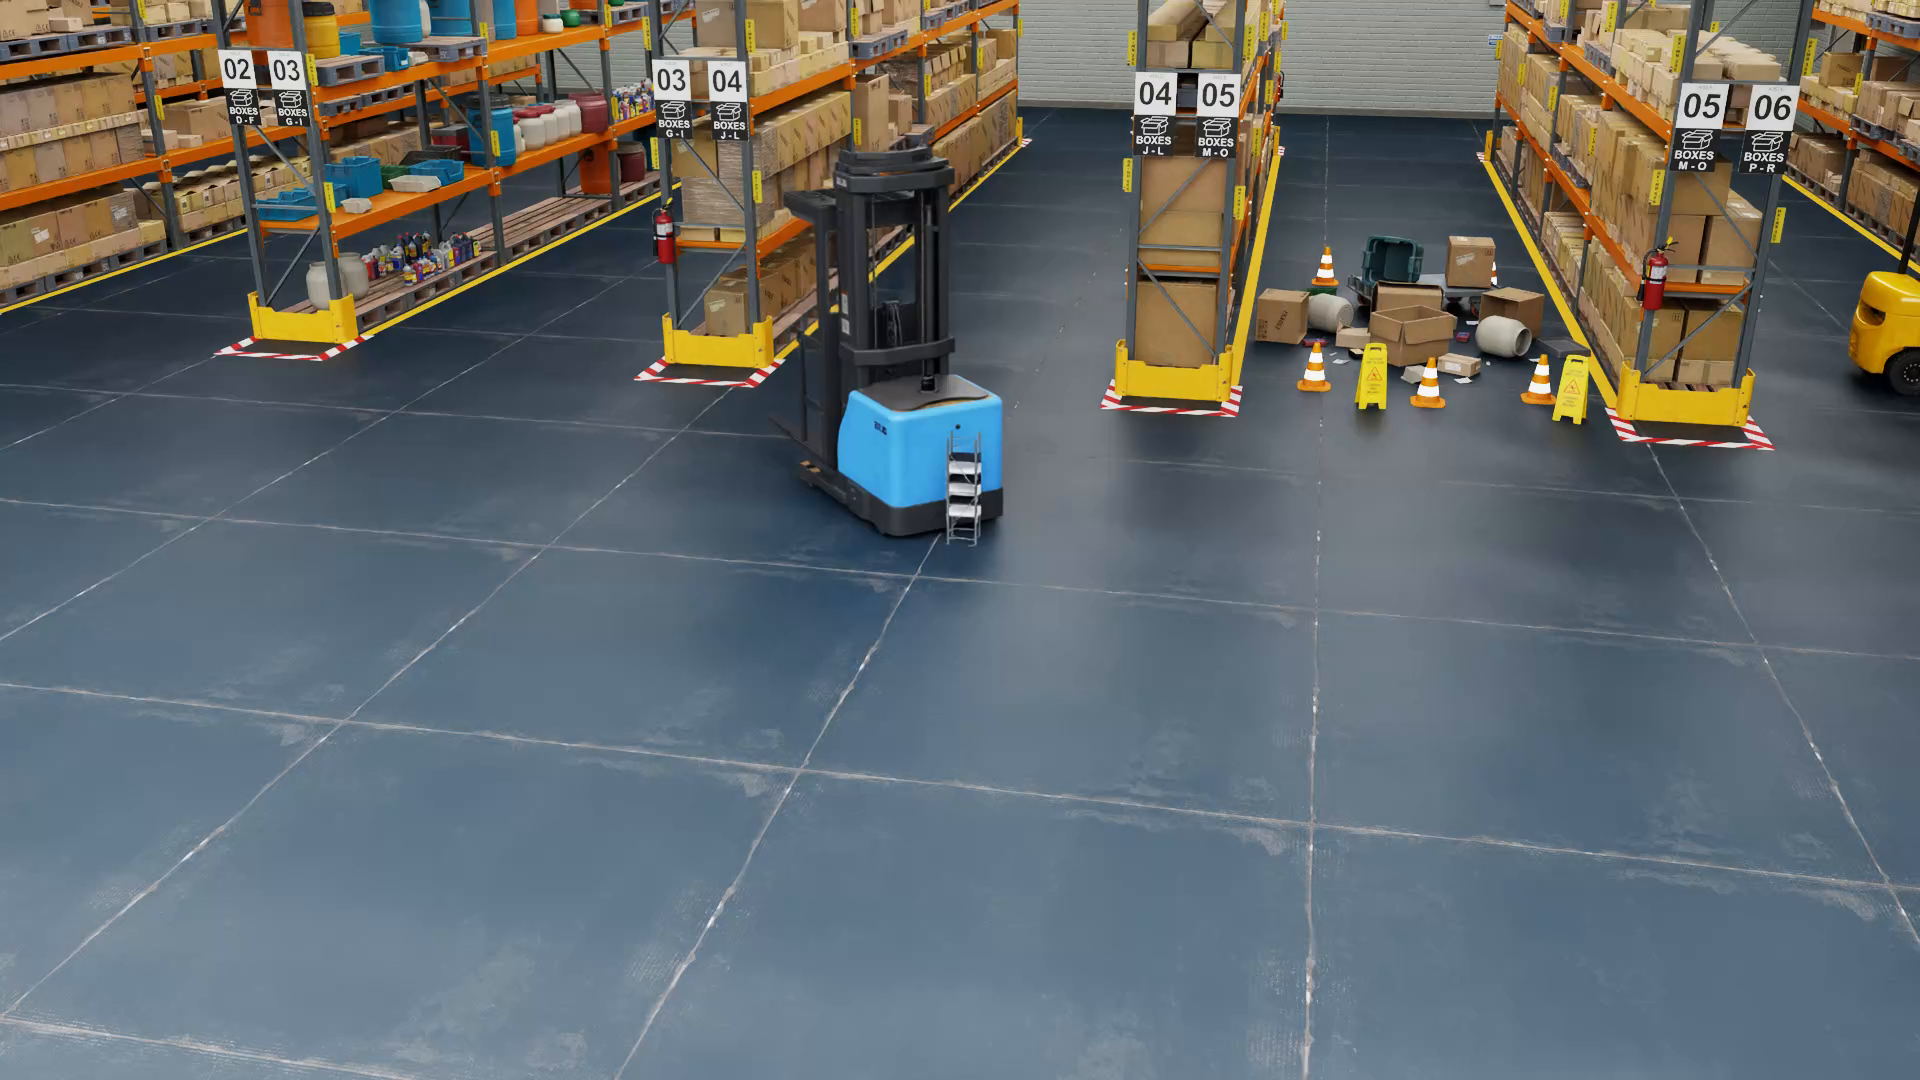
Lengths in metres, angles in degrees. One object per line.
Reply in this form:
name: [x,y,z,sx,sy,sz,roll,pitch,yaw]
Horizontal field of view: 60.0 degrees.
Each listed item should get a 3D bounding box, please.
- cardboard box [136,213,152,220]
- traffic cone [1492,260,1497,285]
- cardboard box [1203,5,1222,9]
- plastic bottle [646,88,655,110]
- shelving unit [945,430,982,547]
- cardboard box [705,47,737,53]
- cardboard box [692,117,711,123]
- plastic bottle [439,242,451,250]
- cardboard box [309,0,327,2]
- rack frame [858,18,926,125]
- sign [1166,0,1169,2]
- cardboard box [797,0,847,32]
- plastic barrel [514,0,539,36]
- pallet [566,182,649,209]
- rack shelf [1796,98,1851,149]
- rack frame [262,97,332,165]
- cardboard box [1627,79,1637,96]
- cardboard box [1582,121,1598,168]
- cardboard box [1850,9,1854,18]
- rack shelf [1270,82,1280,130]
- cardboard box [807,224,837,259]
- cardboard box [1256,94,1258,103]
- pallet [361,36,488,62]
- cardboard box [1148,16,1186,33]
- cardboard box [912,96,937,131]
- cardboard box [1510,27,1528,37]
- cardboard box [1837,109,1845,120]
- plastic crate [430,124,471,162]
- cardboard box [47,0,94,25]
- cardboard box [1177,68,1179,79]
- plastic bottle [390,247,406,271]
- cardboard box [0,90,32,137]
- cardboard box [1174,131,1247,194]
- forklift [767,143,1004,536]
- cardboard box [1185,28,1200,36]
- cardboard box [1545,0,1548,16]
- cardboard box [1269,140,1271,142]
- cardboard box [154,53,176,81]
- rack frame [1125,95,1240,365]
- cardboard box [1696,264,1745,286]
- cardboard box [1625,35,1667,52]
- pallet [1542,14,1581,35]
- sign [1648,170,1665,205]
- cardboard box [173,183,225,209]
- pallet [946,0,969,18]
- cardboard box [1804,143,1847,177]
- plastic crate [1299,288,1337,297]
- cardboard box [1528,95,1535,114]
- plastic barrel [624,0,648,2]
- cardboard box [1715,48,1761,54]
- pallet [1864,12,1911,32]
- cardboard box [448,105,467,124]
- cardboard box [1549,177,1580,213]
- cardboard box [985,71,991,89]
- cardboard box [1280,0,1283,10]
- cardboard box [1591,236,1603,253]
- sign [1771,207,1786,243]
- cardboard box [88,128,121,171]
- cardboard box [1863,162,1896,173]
cardboard box: [-11.727,-4.631,23.956,0.500,0.250,0.500,4,22,10]
traffic cone: [6.754,-3.410,21.200,0.336,0.463,0.334,4,22,11]
cardboard box: [3.251,-6.802,21.635,0.500,0.311,0.500,4,22,10]
plastic bottle: [-5.139,-7.298,27.525,0.144,0.351,0.185,4,22,11]
shelving unit: [0.029,-0.406,13.158,0.258,0.900,0.210,3,22,8]
cardboard box: [-2.578,-5.320,18.200,0.380,0.149,0.250,5,22,12]
cardboard box: [-2.680,-4.370,18.319,0.500,0.500,0.500,4,22,11]
plastic bottle: [-6.718,-3.774,21.767,0.152,0.276,0.135,4,22,11]
cardboard box: [-10.655,-8.601,26.545,0.910,0.500,0.500,4,22,11]
rack frame: [-1.014,-6.245,24.843,1.000,3.000,0.127,4,22,11]
sign: [2.471,-6.182,19.559,0.100,0.325,0.005,4,22,11]
cardboard box: [-1.672,-6.405,20.026,0.500,0.500,0.500,4,22,9]
plastic barrel: [-6.376,-7.690,23.842,0.600,0.830,0.708,4,22,11]
pallet: [-5.743,-5.620,27.026,1.003,0.211,1.213,4,22,11]
rack shelf: [14.772,-6.973,27.614,1.077,0.370,4.000,4,22,11]
rack frame: [-10.711,-7.001,26.722,1.000,3.000,0.127,4,22,11]
cardboard box: [7.219,-4.741,17.431,0.380,0.149,0.250,4,22,10]
cardboard box: [7.841,-4.773,20.096,0.500,0.500,0.500,5,22,11]
cardboard box: [14.402,-8.376,26.456,0.380,0.149,0.250,5,23,13]
rack shelf: [5.045,-7.690,29.396,1.077,0.370,4.000,4,22,11]
cardboard box: [-1.684,-4.049,22.149,0.700,0.500,0.500,3,22,7]
cardboard box: [4.157,-6.436,24.298,0.380,0.149,0.250,4,22,9]
pallet: [-6.731,-6.192,20.950,1.213,0.211,1.003,4,22,11]
cardboard box: [2.081,-5.218,16.853,0.380,0.149,0.250,5,22,12]
cardboard box: [-0.649,-6.448,25.215,0.500,0.500,0.500,5,22,12]
cardboard box: [9.791,-8.832,28.927,0.380,0.149,0.250,4,22,9]
cardboard box: [14.243,-6.788,26.529,0.380,0.149,0.250,5,22,12]
plastic crate: [-6.880,-5.389,22.634,0.402,0.464,0.583,4,22,11]
cardboard box: [-11.888,-7.072,21.998,0.500,0.500,0.500,6,23,15]
cardboard box: [1.977,-4.659,16.532,0.380,0.149,0.250,5,22,11]
plastic bottle: [-7.225,-3.610,21.358,0.152,0.276,0.135,4,22,11]
cardboard box: [-12.021,-5.290,20.602,0.700,0.500,0.500,5,22,11]
cardboard box: [2.571,-4.010,17.648,0.875,0.550,0.550,4,22,11]
forklift: [-0.797,-1.898,14.143,1.130,2.935,3.031,-12,25,-27]
cardboard box: [2.221,-5.171,17.270,0.500,0.250,0.500,4,22,11]
cardboard box: [8.788,-7.834,24.393,0.396,0.266,0.258,6,23,15]
cardboard box: [5.357,-7.078,29.769,0.380,0.149,0.250,6,23,14]
cardboard box: [-14.687,-8.658,30.278,0.500,0.500,0.500,5,22,11]
rack frame: [2.189,-2.904,16.548,1.000,3.000,0.127,4,22,11]
cardboard box: [7.327,-2.555,16.019,0.380,0.149,0.250,5,22,11]
cardboard box: [7.320,-5.293,17.735,0.380,0.149,0.250,4,22,11]
pallet: [8.992,-7.442,24.053,1.003,0.211,1.213,6,23,13]
sign: [6.516,-3.297,15.551,0.100,0.325,0.005,4,22,11]
cardboard box: [-11.092,-5.032,24.202,0.500,0.311,0.500,4,22,10]
pallet: [-0.337,-8.671,27.109,0.805,0.209,1.217,4,22,9]
cardboard box: [14.544,-6.361,27.917,0.500,0.500,0.500,5,22,12]
plastic crate: [4.252,-2.925,20.289,0.450,0.188,0.662,7,21,42]
cardboard box: [8.930,-6.600,25.256,0.500,0.250,0.500,5,22,12]
plastic barrel: [-5.245,-9.268,27.102,0.600,0.901,0.708,4,22,11]
cardboard box: [7.689,-4.776,16.451,0.380,0.149,0.250,5,22,12]
pallet: [14.162,-7.646,24.560,1.213,0.211,1.003,4,22,11]
cardboard box: [-9.517,-8.198,32.445,0.797,0.503,0.637,4,22,11]
cardboard box: [8.910,-4.945,23.898,0.875,0.875,0.875,4,22,10]
cardboard box: [0.261,-8.109,29.276,0.500,0.250,0.500,4,22,11]
cardboard box: [5.209,-9.136,28.209,0.500,0.250,0.500,5,23,13]
cardboard box: [7.402,-3.358,18.922,0.380,0.149,0.250,5,22,12]
sign: [7.586,-2.924,15.439,0.100,0.325,0.005,4,22,11]
cardboard box: [-11.713,-5.228,22.187,0.700,0.500,0.500,4,22,10]
cardboard box: [14.049,-5.693,25.390,0.380,0.149,0.250,4,22,9]
